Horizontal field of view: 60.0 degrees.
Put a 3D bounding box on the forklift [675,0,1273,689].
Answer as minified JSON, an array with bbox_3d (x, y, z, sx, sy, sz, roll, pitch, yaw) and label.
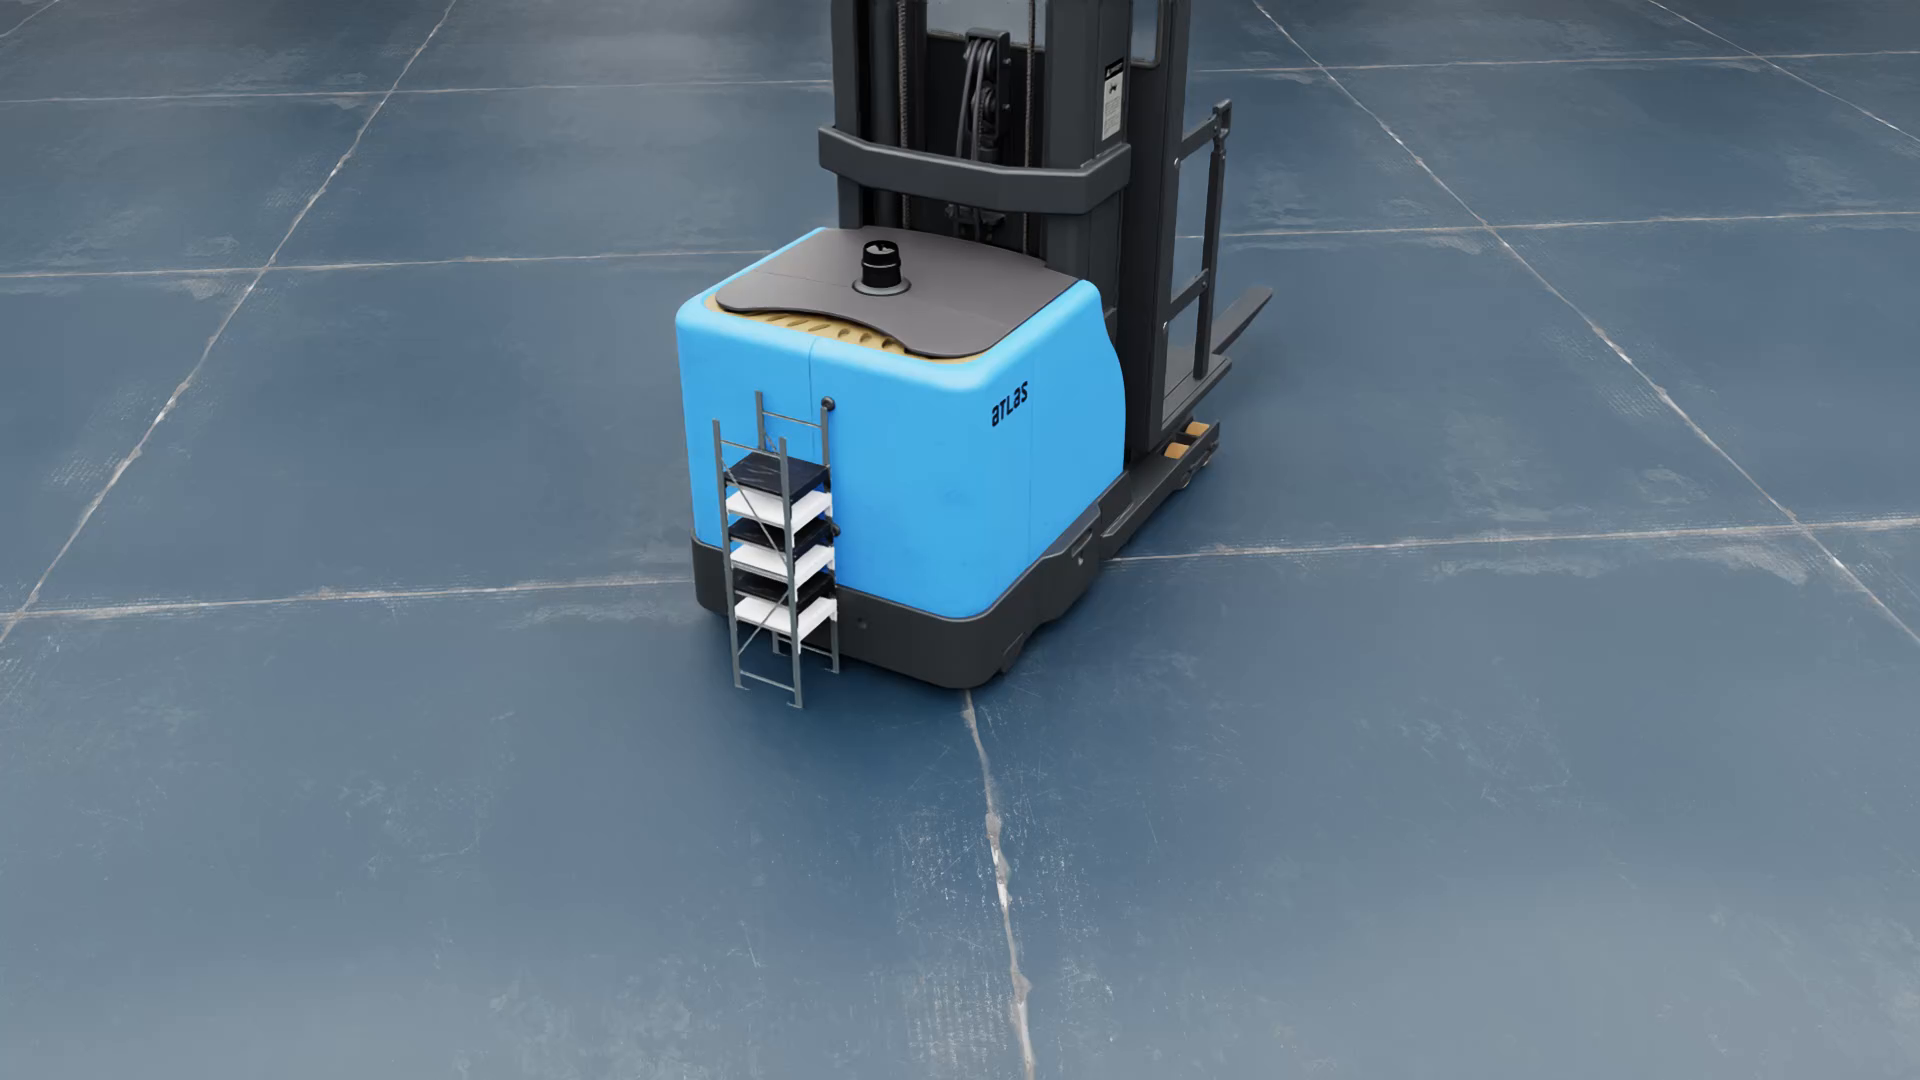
[{"bbox_3d":[0.314,-1.549,5.484,1.130,2.935,3.031,16,34,25],"label":"forklift"}]

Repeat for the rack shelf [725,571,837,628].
[{"bbox_3d":[-0.522,0.145,4.871,0.258,0.077,0.200,16,34,25],"label":"rack shelf"}]

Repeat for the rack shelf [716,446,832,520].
[{"bbox_3d":[-0.522,-0.164,4.686,0.258,0.077,0.200,16,34,25],"label":"rack shelf"}]

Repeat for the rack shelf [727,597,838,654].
[{"bbox_3d":[-0.522,0.222,4.917,0.258,0.077,0.200,16,34,25],"label":"rack shelf"}]

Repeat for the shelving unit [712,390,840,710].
[{"bbox_3d":[-0.522,0.039,4.807,0.258,0.900,0.210,16,34,25],"label":"shelving unit"}]

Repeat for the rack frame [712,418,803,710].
[{"bbox_3d":[-0.572,0.085,4.731,0.240,0.900,0.006,16,34,25],"label":"rack frame"}]

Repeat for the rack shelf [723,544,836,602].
[{"bbox_3d":[-0.522,0.068,4.824,0.258,0.077,0.200,16,34,25],"label":"rack shelf"}]

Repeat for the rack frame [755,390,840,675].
[{"bbox_3d":[-0.473,-0.007,4.884,0.240,0.900,0.006,16,34,25],"label":"rack frame"}]

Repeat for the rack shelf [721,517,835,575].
[{"bbox_3d":[-0.522,-0.010,4.778,0.258,0.077,0.200,16,34,25],"label":"rack shelf"}]

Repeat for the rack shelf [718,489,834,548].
[{"bbox_3d":[-0.522,-0.087,4.732,0.258,0.077,0.200,16,34,25],"label":"rack shelf"}]
